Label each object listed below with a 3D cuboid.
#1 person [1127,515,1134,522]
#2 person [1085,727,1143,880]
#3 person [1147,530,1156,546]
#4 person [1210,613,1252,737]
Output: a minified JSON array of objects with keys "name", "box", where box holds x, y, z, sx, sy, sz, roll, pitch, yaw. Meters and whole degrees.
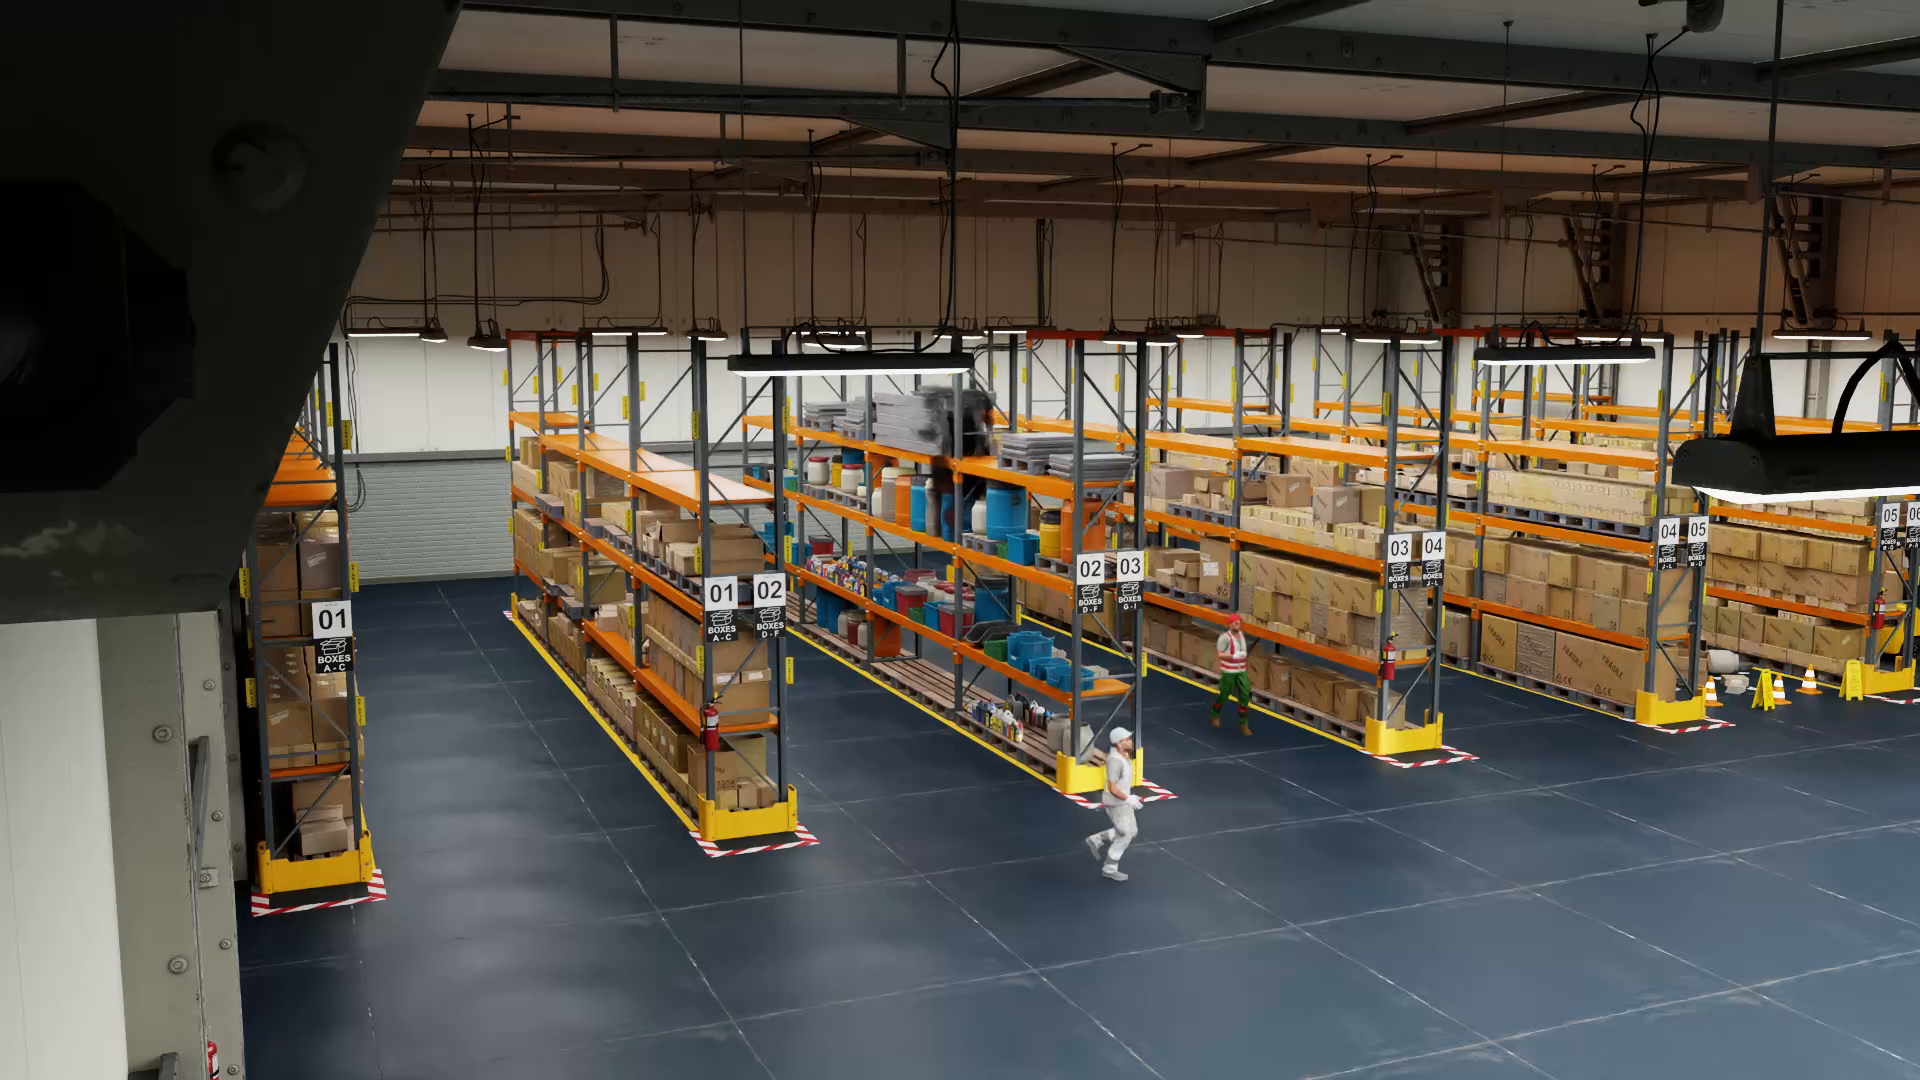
[{"name":"person","box":[4.303,-0.120,41.582,0.529,1.612,0.630,-4,9,-28]},{"name":"person","box":[1.739,2.947,18.684,0.669,1.750,0.677,2,8,12]},{"name":"person","box":[4.737,-0.228,41.755,0.915,1.753,0.730,1,8,7]},{"name":"person","box":[4.112,2.018,25.166,0.661,1.846,0.817,-4,9,-28]}]
